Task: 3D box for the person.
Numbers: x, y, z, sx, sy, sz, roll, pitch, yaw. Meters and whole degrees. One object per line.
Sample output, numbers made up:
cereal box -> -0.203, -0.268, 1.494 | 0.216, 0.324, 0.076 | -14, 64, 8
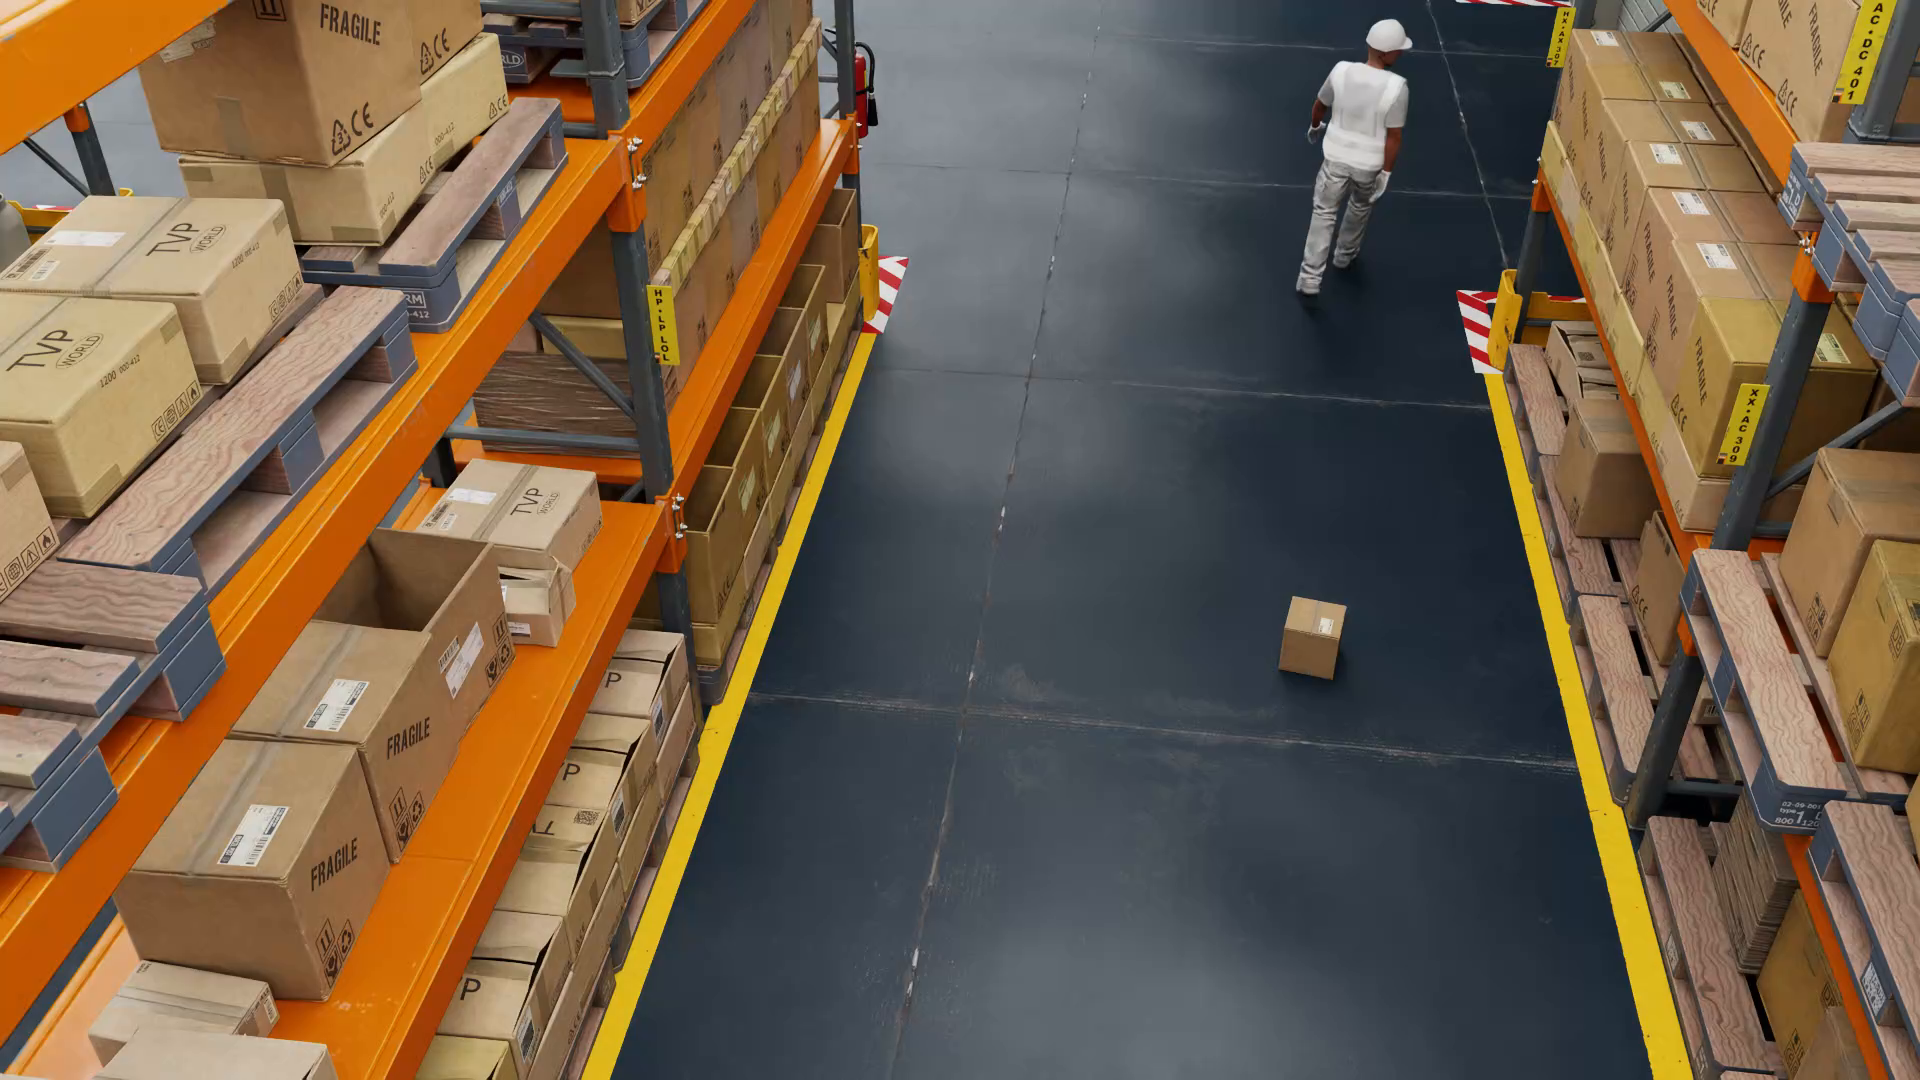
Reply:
person -> 2.429, -2.395, 10.347 | 0.638, 1.746, 1.015 | 14, 38, 18
